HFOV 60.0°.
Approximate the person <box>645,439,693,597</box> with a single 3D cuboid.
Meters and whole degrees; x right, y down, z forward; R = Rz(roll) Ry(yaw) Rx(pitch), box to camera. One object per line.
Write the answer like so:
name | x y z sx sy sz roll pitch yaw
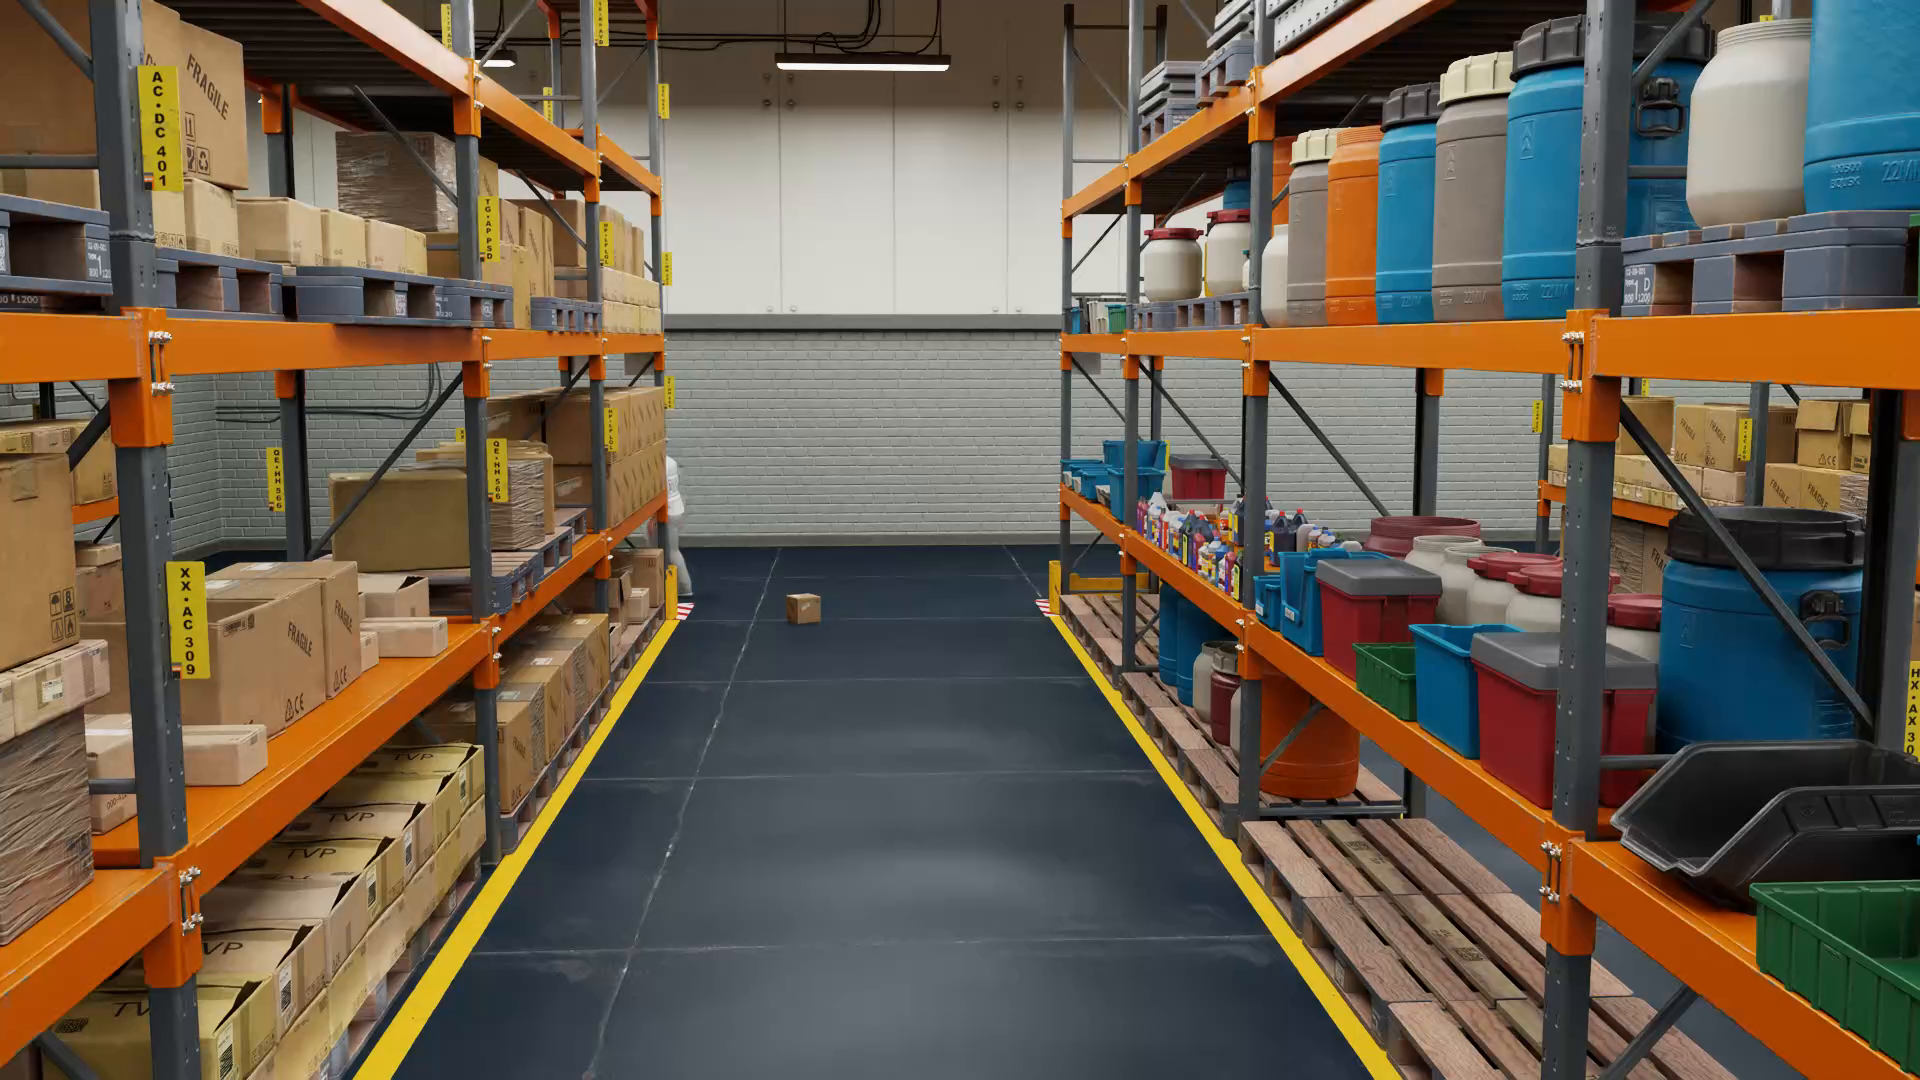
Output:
person | -3.166 -0.224 17.772 0.615 1.786 0.627 1 7 6
